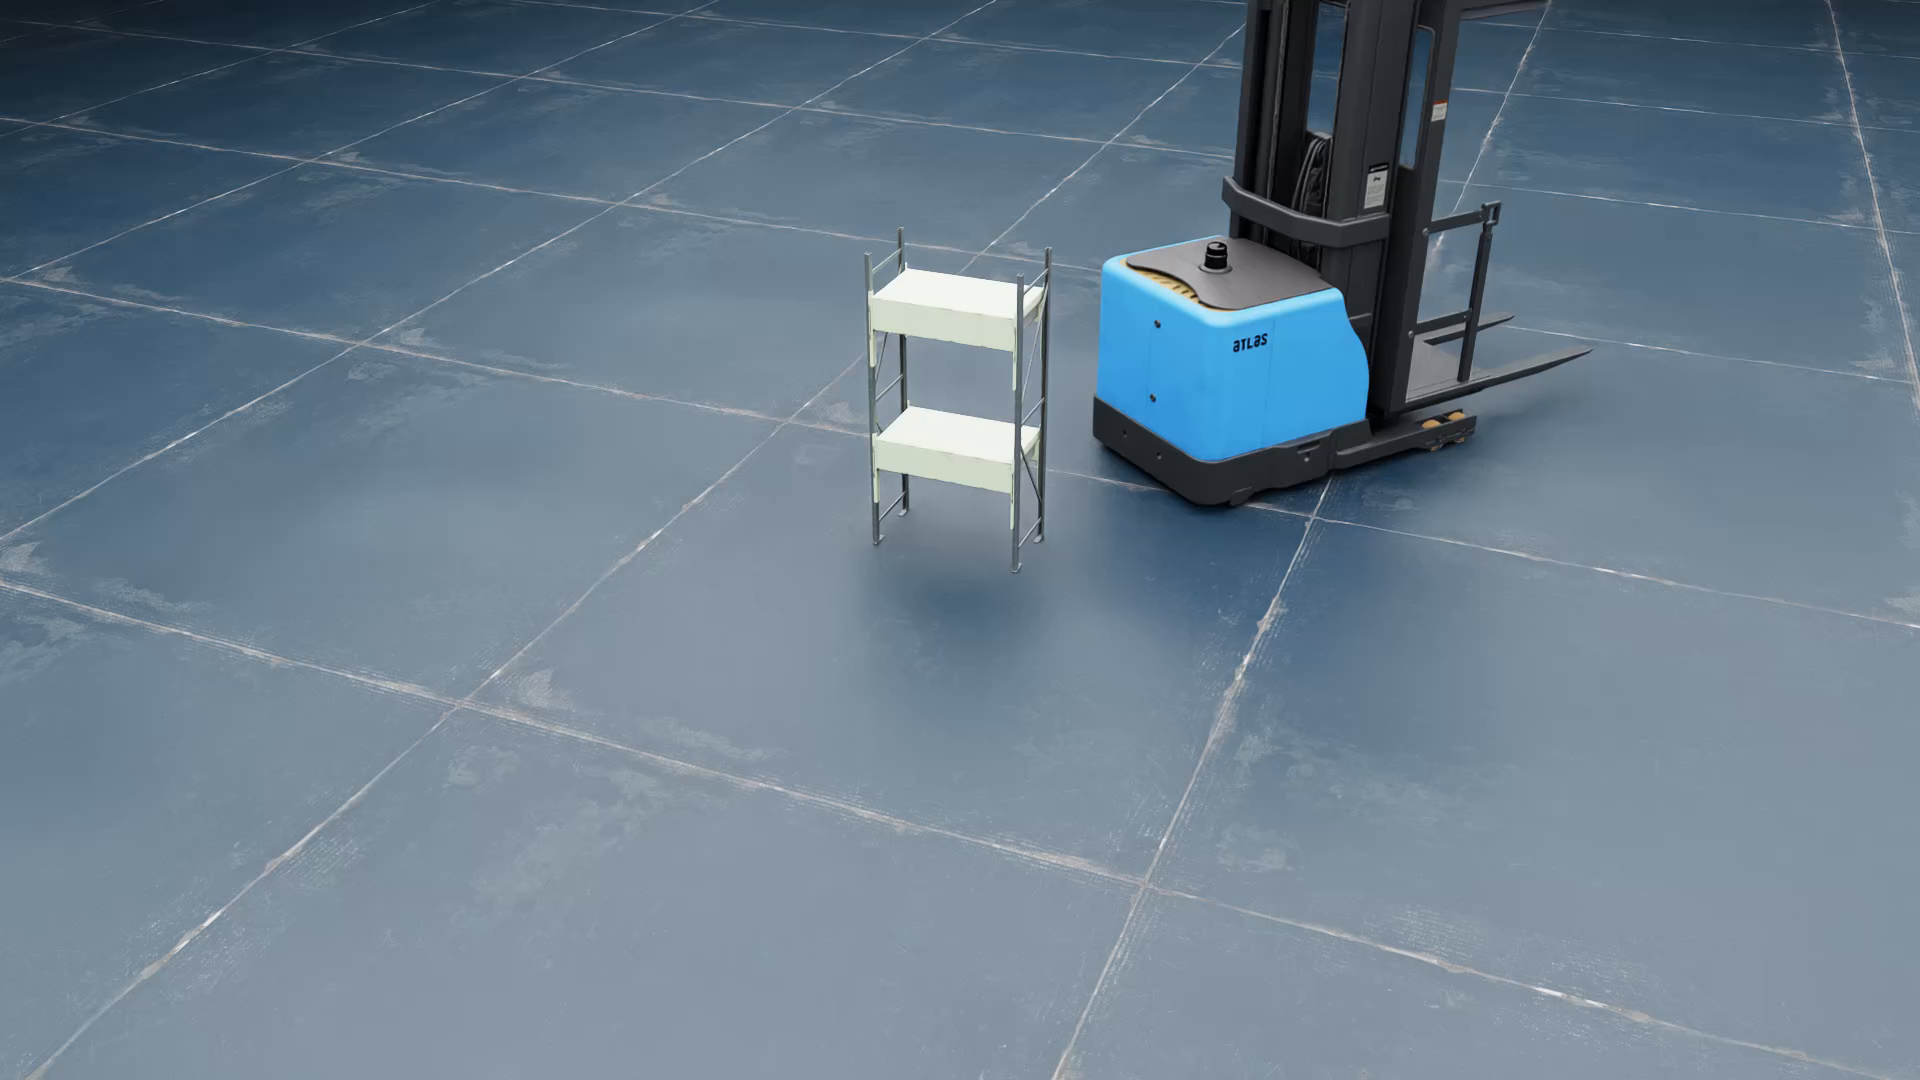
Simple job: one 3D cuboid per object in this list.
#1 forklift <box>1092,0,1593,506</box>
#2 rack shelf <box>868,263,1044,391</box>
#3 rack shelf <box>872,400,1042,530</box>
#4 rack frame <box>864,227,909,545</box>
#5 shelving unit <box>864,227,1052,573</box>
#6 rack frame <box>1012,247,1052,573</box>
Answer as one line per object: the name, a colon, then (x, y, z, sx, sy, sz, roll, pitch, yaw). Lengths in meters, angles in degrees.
forklift: (2.258, -1.972, 8.759, 3.031, 2.935, 1.130, -16, 33, -26)
rack shelf: (-0.006, -0.994, 7.691, 0.720, 0.370, 0.431, 11, 31, 19)
rack shelf: (-0.006, -0.370, 8.044, 0.720, 0.370, 0.431, 11, 31, 19)
rack frame: (-0.345, -0.722, 8.003, 0.023, 1.500, 0.400, 11, 31, 19)
shelving unit: (-0.006, -0.654, 7.883, 0.755, 1.500, 0.431, 11, 31, 19)
rack frame: (0.333, -0.586, 7.763, 0.023, 1.500, 0.400, 11, 31, 19)
